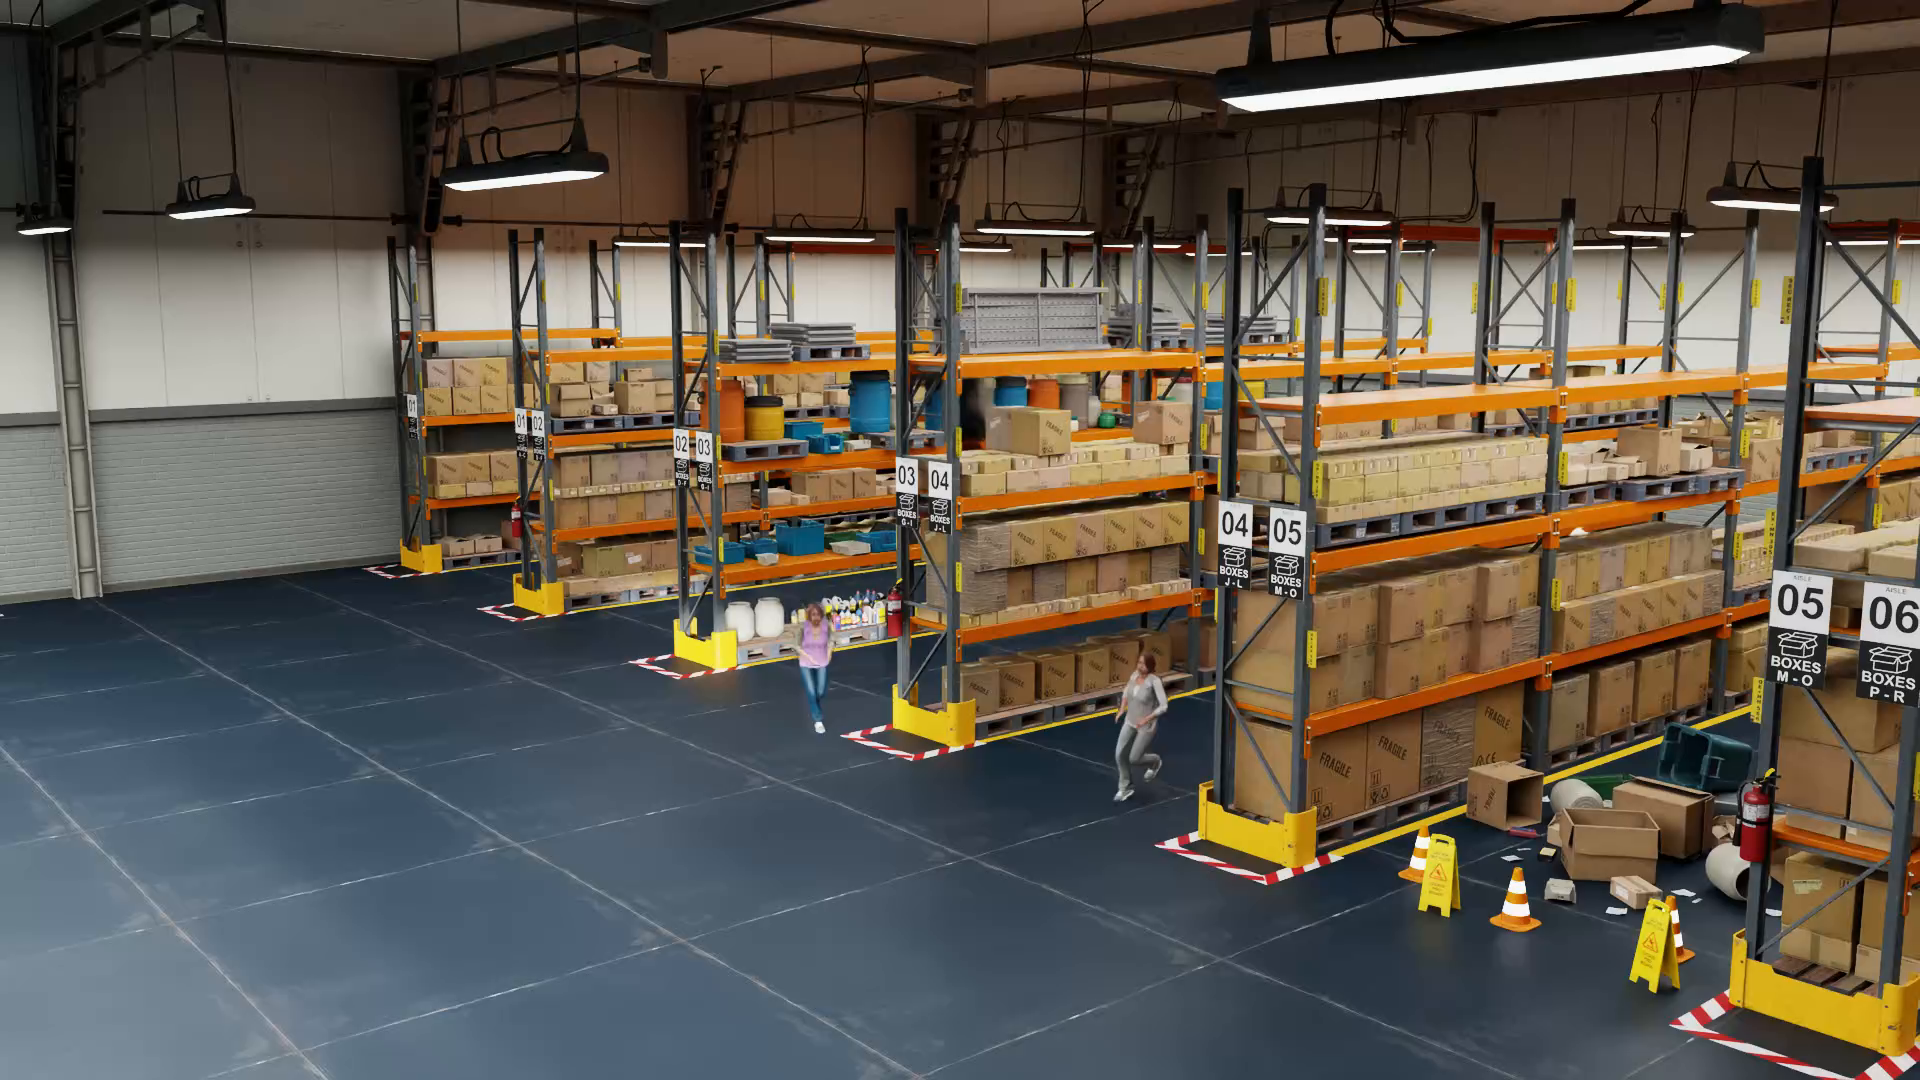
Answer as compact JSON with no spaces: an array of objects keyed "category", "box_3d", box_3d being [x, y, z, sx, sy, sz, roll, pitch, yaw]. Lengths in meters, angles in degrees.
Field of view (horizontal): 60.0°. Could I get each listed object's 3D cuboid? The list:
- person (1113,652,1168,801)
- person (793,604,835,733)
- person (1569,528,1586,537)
[{"category":"person","box_3d":[1.858,1.871,16.763,0.612,1.575,0.555,-8,12,-43]},{"category":"person","box_3d":[-1.692,1.562,19.368,0.506,1.342,0.689,-1,9,-9]},{"category":"person","box_3d":[8.734,0.699,23.584,0.669,1.733,0.760,8,12,41]}]
